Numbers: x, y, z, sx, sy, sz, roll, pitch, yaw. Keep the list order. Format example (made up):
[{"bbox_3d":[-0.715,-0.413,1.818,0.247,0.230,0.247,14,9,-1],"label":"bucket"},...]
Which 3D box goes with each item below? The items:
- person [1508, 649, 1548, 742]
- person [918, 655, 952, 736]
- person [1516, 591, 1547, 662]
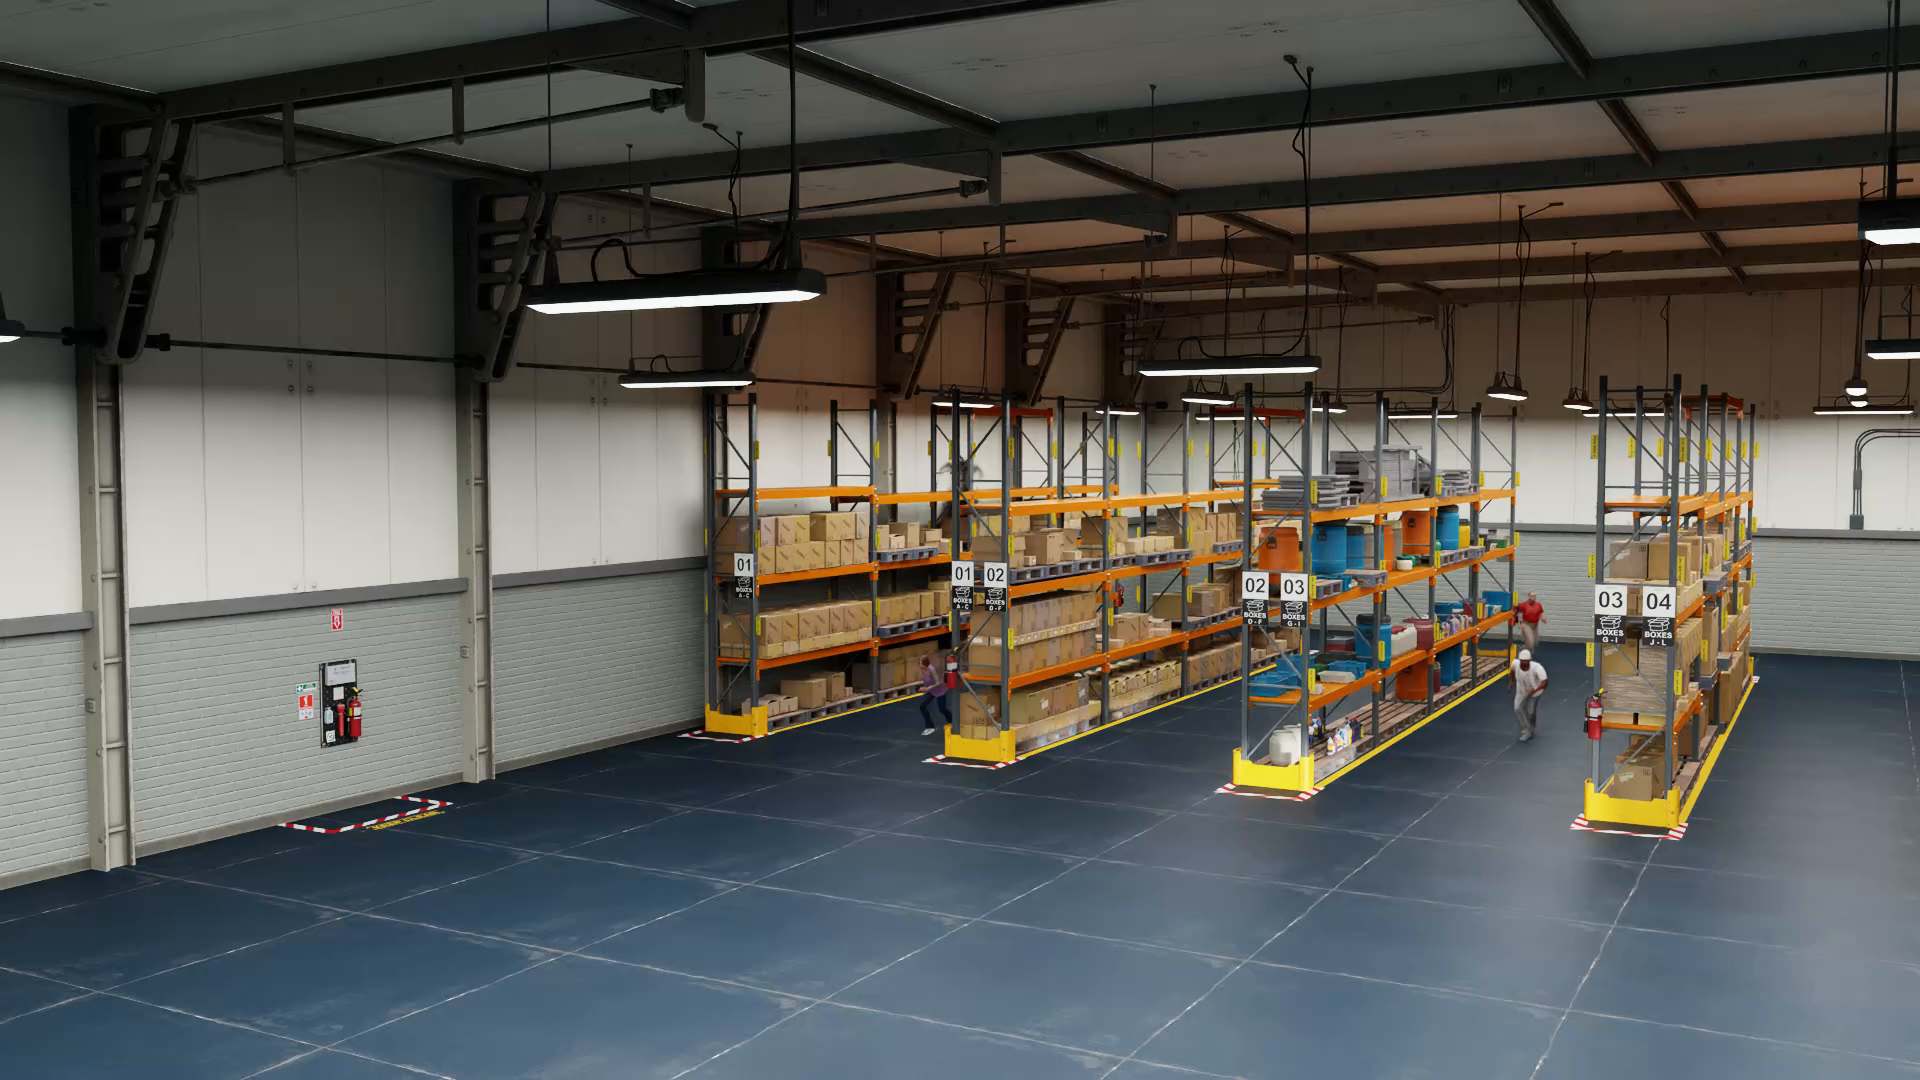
[{"bbox_3d":[9.874,2.650,28.821,0.713,1.596,1.132,2,4,33],"label":"person"},{"bbox_3d":[-0.405,2.694,29.177,0.537,1.417,1.004,3,4,45],"label":"person"},{"bbox_3d":[13.414,2.051,39.146,0.671,1.701,0.860,-1,3,-13],"label":"person"}]
